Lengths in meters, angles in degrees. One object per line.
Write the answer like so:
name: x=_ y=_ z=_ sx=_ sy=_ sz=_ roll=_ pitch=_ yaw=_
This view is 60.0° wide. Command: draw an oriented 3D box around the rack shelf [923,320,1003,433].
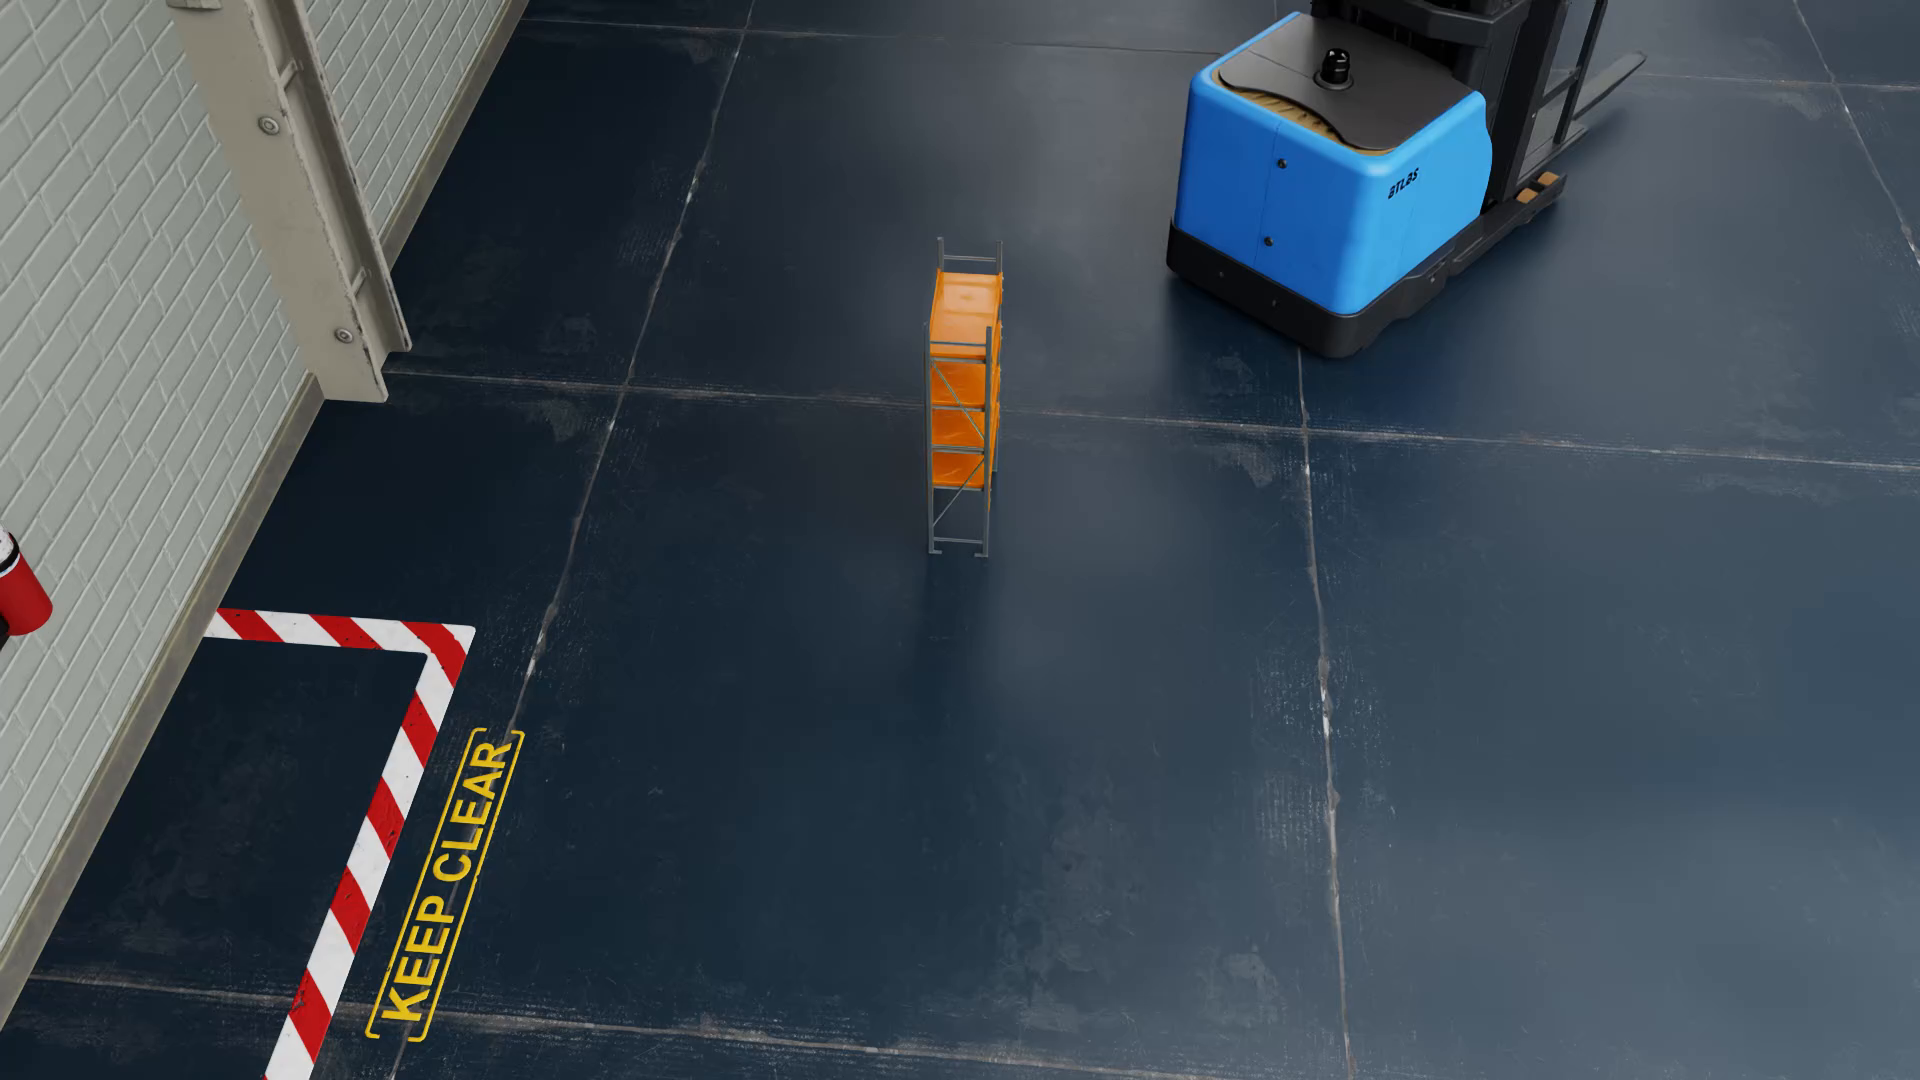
rack shelf: x=0.015 y=-0.632 z=6.329 sx=0.258 sy=0.148 sz=0.480 roll=4 pitch=48 yaw=4

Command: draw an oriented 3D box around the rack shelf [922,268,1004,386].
rack shelf: x=0.015 y=-0.792 z=6.154 sx=0.258 sy=0.148 sz=0.480 roll=4 pitch=48 yaw=4

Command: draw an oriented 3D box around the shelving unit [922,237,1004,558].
shelving unit: x=0.015 y=-0.527 z=6.444 sx=0.258 sy=1.200 sz=0.503 roll=4 pitch=48 yaw=4

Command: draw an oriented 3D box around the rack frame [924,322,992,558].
rack frame: x=-0.007 y=-0.347 z=6.280 sx=0.240 sy=1.200 sz=0.015 roll=4 pitch=48 yaw=4

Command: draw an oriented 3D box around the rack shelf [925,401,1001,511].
rack shelf: x=0.015 y=-0.347 z=6.641 sx=0.258 sy=0.148 sz=0.480 roll=4 pitch=48 yaw=4

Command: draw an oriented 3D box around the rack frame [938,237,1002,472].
rack frame: x=0.037 y=-0.706 z=6.608 sx=0.240 sy=1.200 sz=0.015 roll=4 pitch=48 yaw=4

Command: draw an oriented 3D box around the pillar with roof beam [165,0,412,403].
pillar with roof beam: x=1.616 y=-3.509 z=3.887 sx=9.100 sy=9.000 sz=0.400 roll=4 pitch=48 yaw=4

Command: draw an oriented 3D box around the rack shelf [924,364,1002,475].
rack shelf: x=0.015 y=-0.481 z=6.494 sx=0.258 sy=0.148 sz=0.480 roll=4 pitch=48 yaw=4

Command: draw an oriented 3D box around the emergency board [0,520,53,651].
emergency board: x=-2.934 y=0.039 z=4.707 sx=0.194 sy=1.169 sz=0.643 roll=4 pitch=48 yaw=4

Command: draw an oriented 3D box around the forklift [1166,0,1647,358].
forklift: x=2.362 y=-2.791 z=7.342 sx=1.130 sy=2.935 sz=3.031 roll=36 pitch=57 yaw=28
